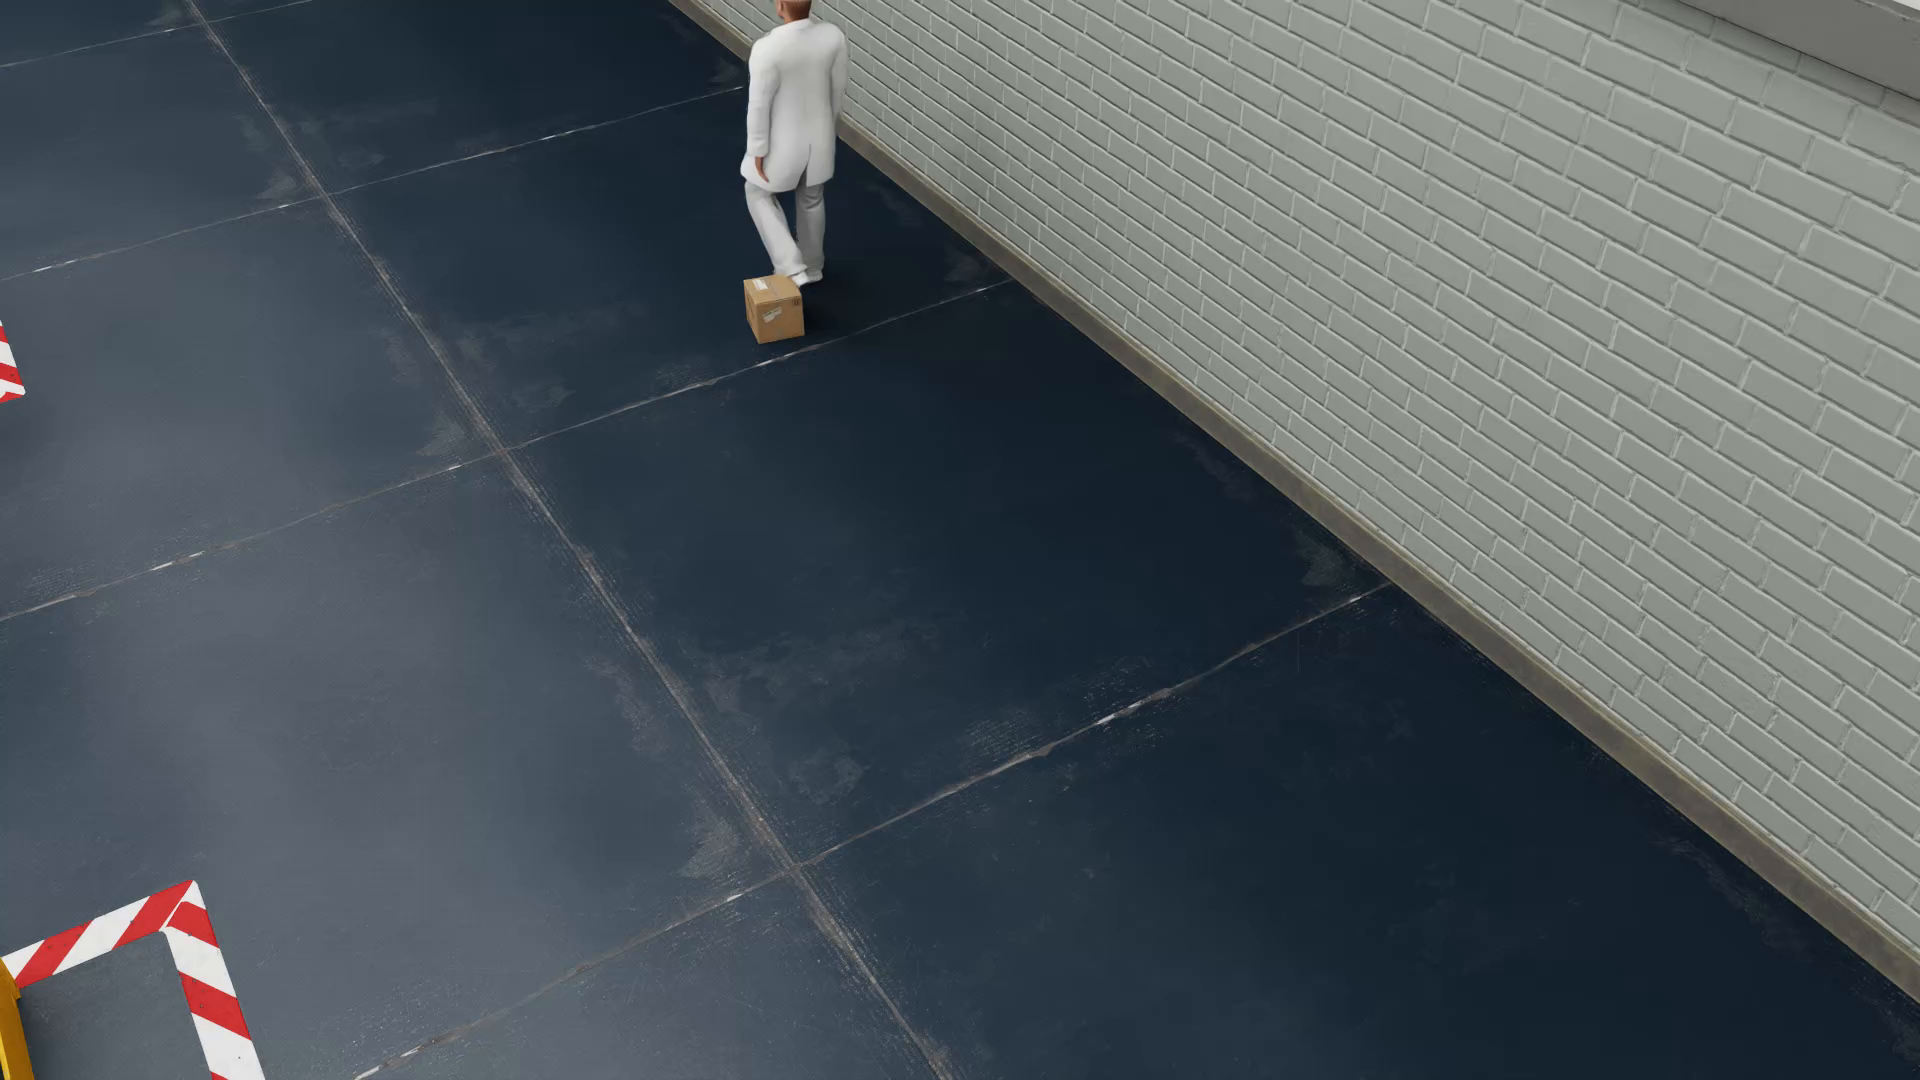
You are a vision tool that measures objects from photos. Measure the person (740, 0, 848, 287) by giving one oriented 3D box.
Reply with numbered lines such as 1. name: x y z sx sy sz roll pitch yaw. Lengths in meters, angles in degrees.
1. person: -0.877 -2.101 8.628 0.601 1.781 0.625 -22 45 -24
